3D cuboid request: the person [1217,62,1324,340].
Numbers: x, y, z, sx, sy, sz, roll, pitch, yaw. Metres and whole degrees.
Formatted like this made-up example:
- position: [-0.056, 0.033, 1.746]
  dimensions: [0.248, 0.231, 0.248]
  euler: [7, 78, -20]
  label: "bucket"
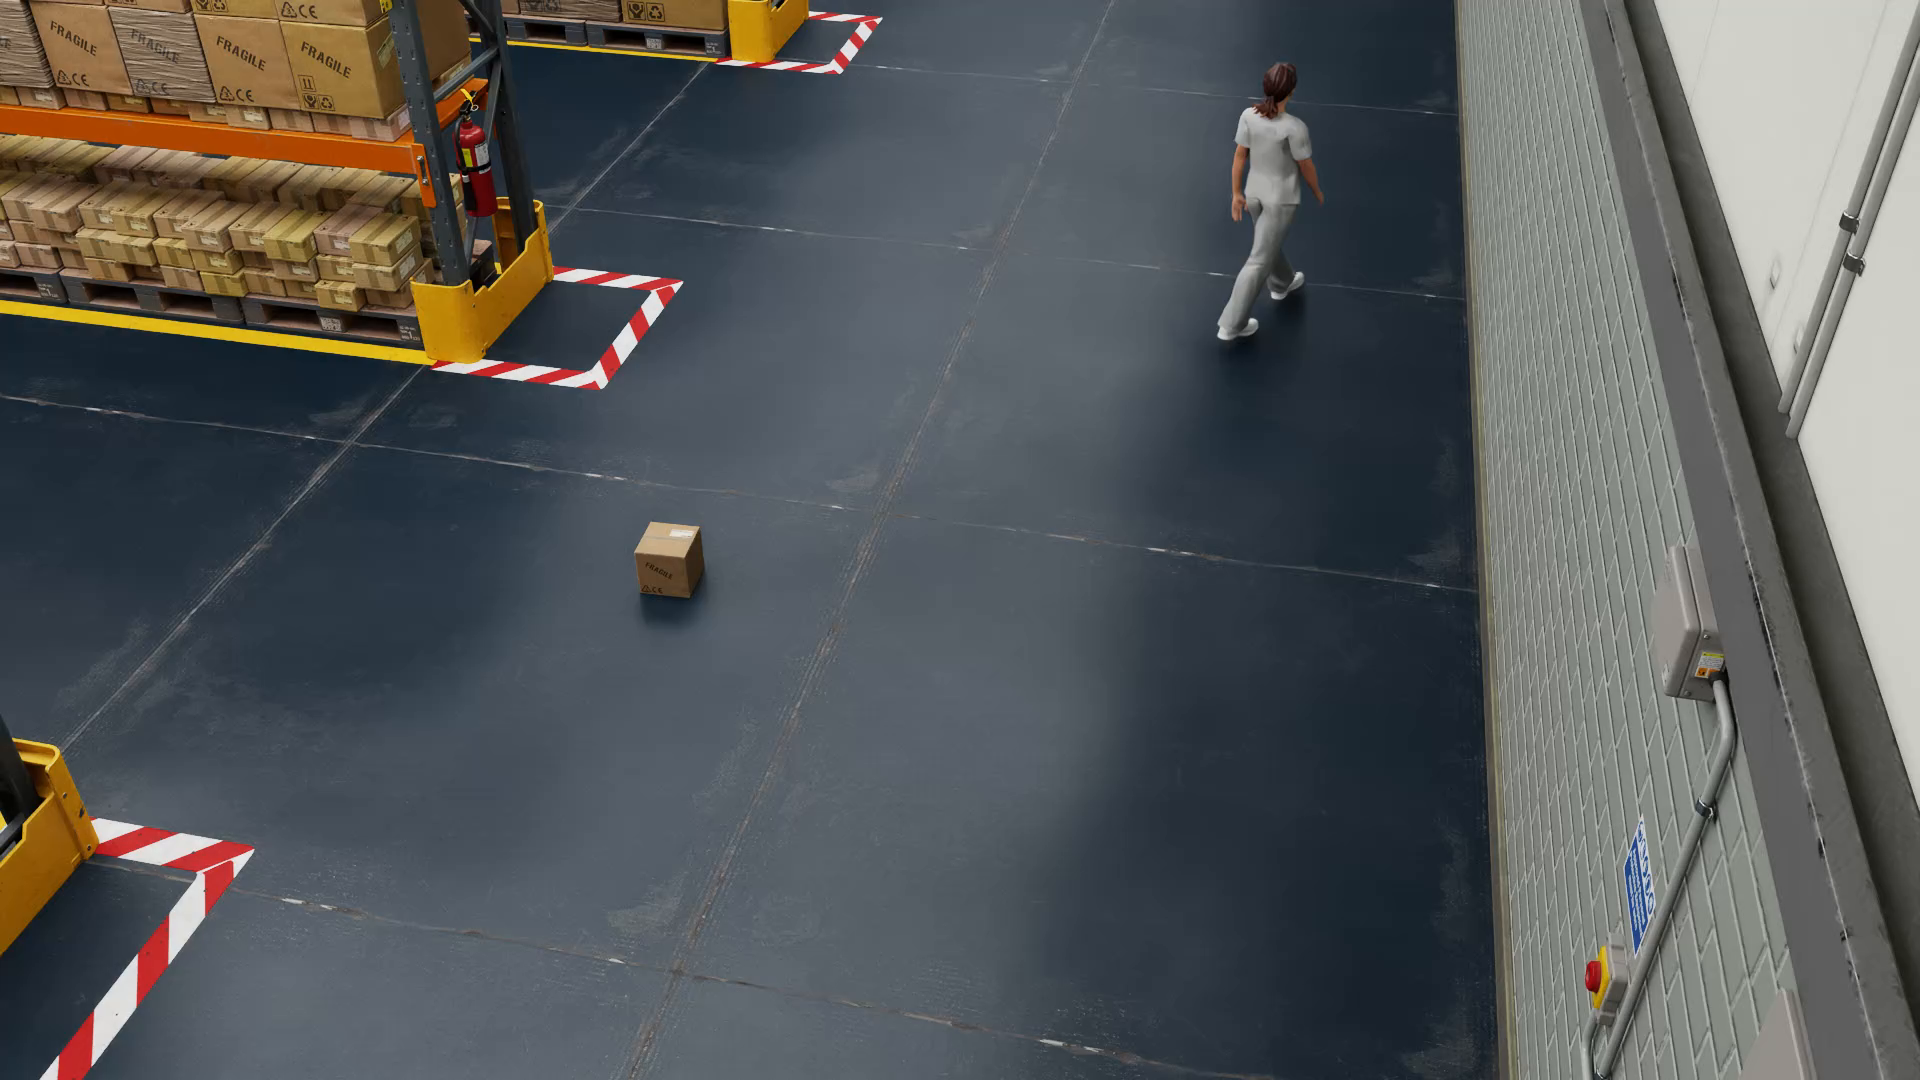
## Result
- position: [1.879, -2.016, 9.654]
  dimensions: [0.937, 1.620, 0.446]
  euler: [-26, 44, -31]
  label: "person"
